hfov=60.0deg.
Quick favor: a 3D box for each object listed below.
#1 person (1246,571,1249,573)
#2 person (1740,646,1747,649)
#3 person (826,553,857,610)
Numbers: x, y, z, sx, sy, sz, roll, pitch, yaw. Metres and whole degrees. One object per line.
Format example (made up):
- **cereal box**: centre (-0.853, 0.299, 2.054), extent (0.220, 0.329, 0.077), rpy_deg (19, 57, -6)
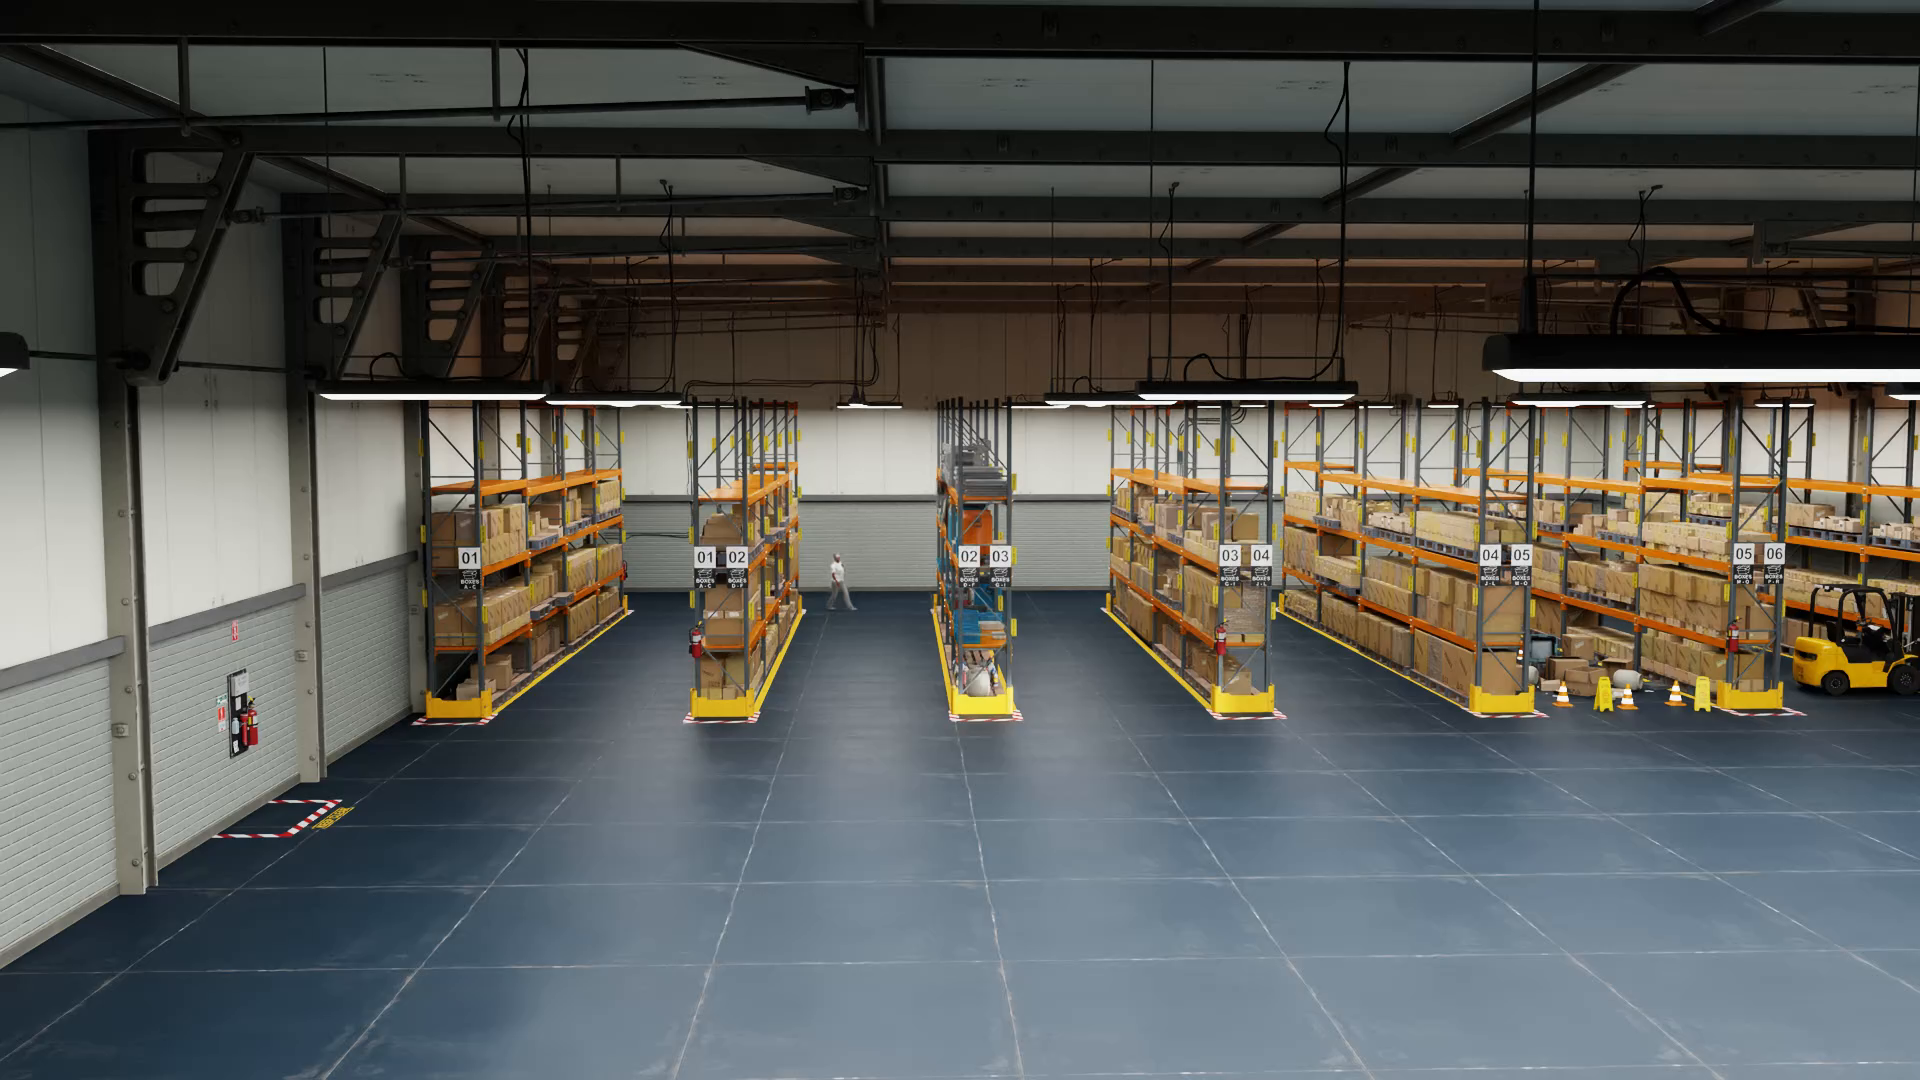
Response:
- **person**: centre (8.369, 0.972, 49.942), extent (0.655, 1.719, 1.031), rpy_deg (0, 4, 4)
- **person**: centre (18.218, 1.830, 38.787), extent (0.617, 1.822, 0.542), rpy_deg (-1, 5, -15)
- **person**: centre (-3.436, 1.195, 47.873), extent (0.871, 1.650, 0.513), rpy_deg (2, 5, 26)
